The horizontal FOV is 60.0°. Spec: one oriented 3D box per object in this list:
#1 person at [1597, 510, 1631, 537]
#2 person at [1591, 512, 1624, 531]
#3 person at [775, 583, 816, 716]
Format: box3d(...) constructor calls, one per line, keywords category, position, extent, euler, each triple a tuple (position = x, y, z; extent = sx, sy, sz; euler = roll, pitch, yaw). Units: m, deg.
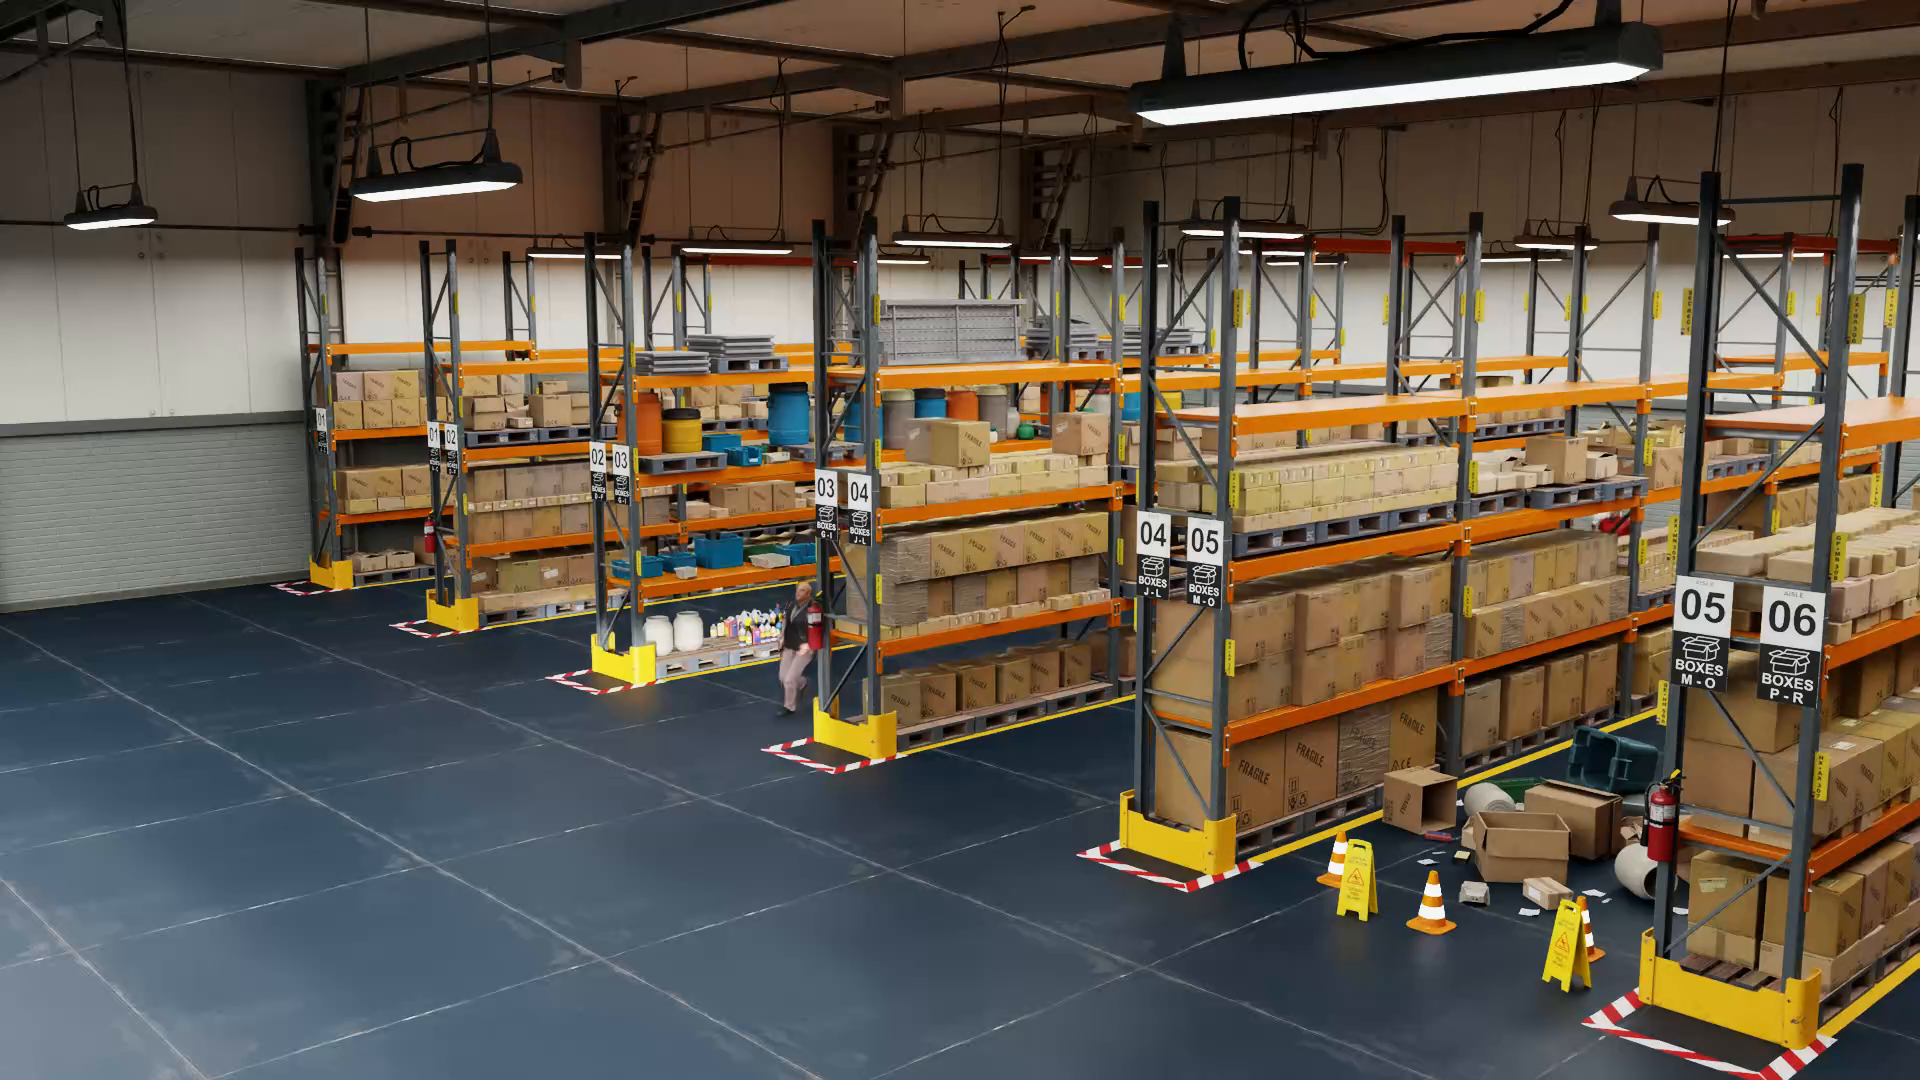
box3d(category="person", position=(11.041, 0.231, 27.969), extent=(0.793, 1.695, 0.670), euler=(-7, 11, -38))
box3d(category="person", position=(11.591, 0.015, 29.606), extent=(0.640, 1.647, 0.822), euler=(-1, 8, -4))
box3d(category="person", position=(-1.941, 1.349, 20.554), extent=(0.688, 1.675, 0.630), euler=(6, 10, 37))
